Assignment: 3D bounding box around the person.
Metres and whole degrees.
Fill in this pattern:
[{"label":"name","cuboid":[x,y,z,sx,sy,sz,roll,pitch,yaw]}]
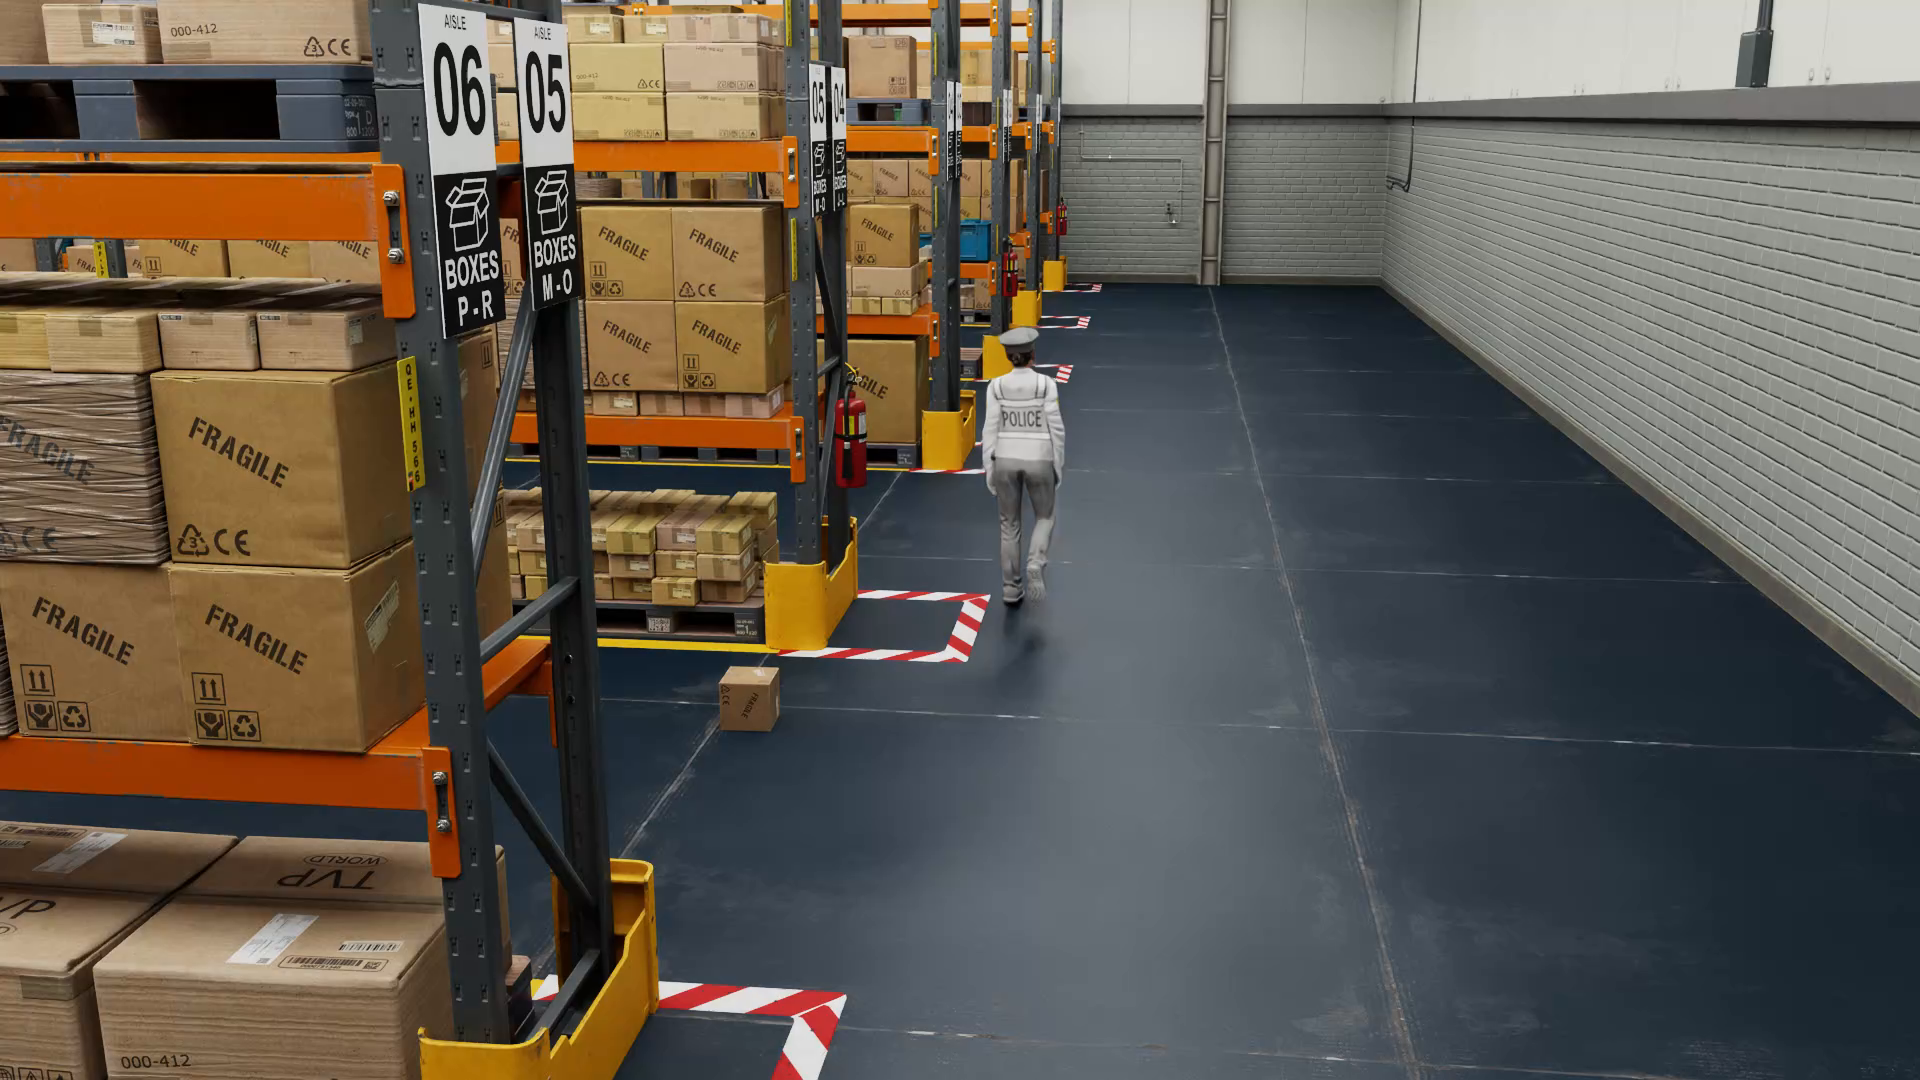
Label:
[{"label":"person","cuboid":[0.376,-0.422,10.026,0.505,1.668,0.531,2,15,7]}]
